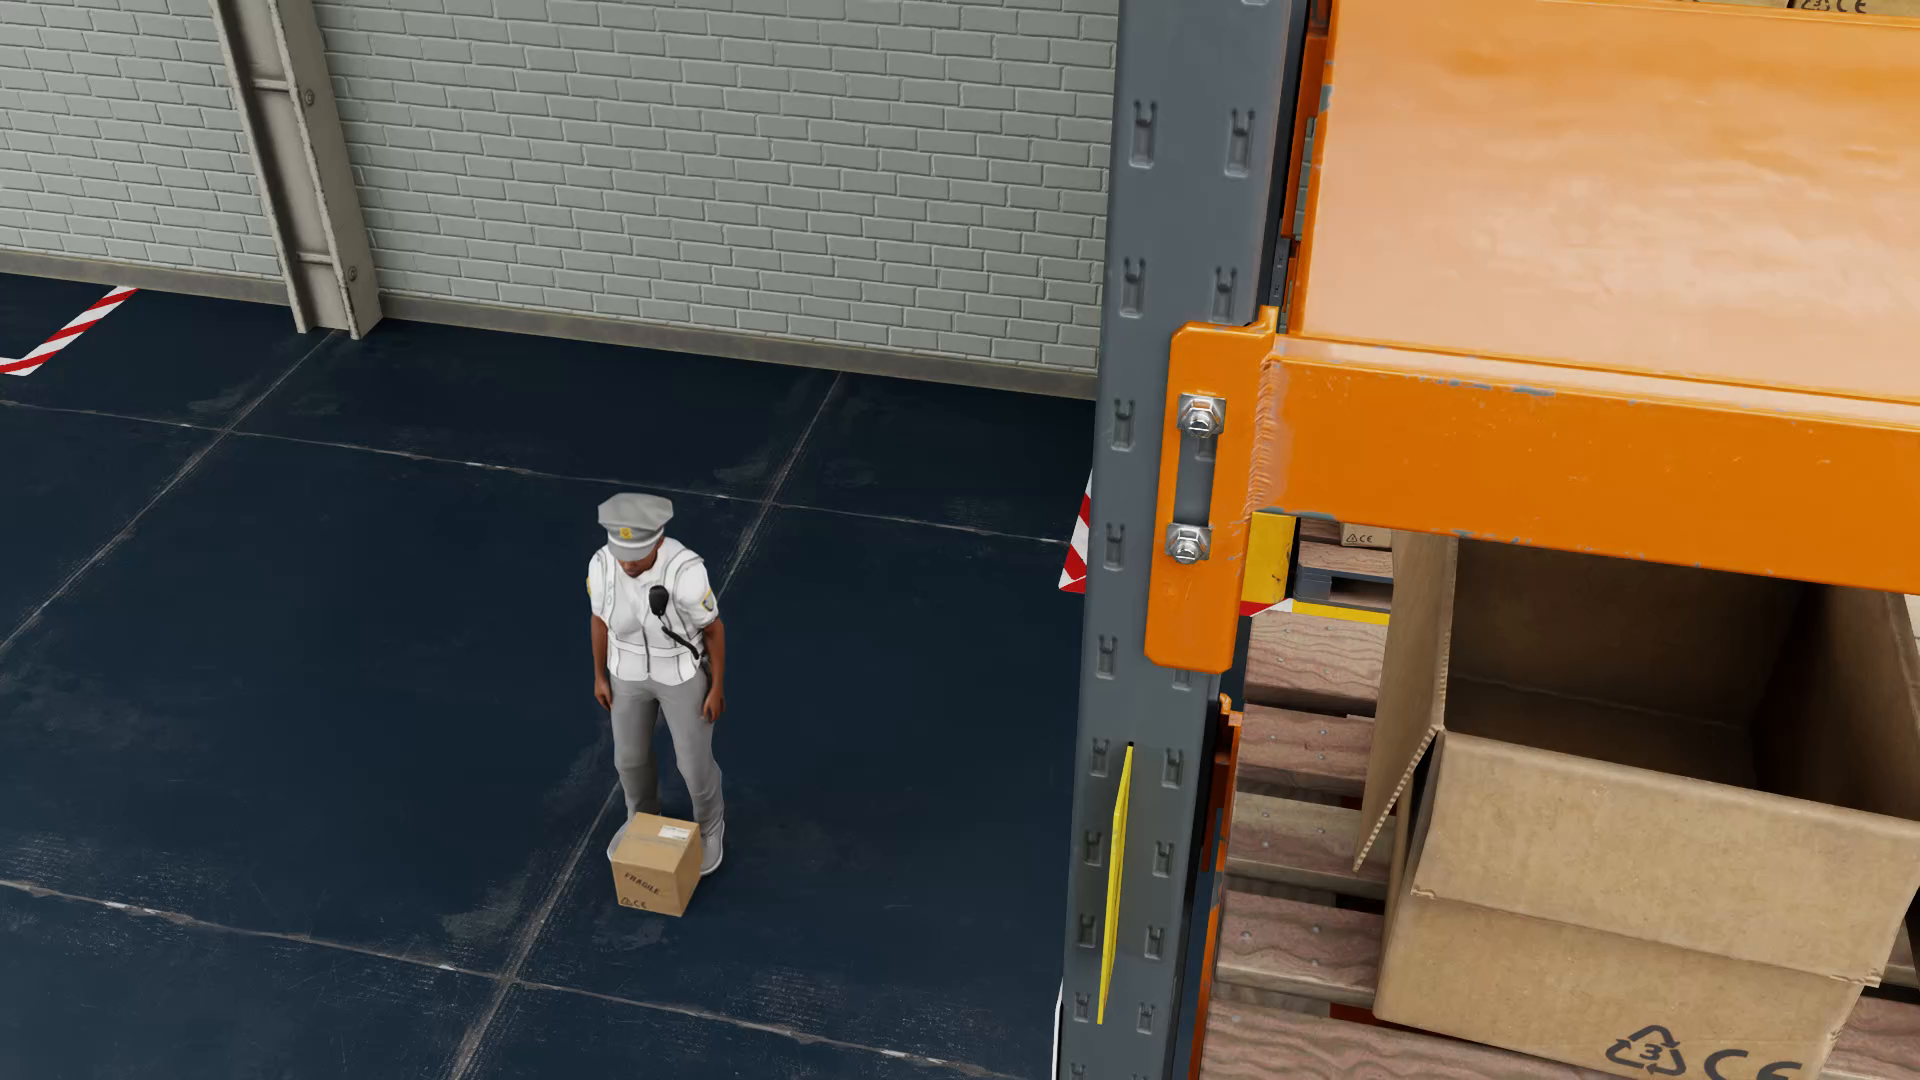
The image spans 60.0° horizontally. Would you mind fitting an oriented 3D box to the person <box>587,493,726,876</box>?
[{"bbox_3d":[-1.087,0.507,5.975,0.512,1.656,0.395,6,37,8],"label":"person"}]
